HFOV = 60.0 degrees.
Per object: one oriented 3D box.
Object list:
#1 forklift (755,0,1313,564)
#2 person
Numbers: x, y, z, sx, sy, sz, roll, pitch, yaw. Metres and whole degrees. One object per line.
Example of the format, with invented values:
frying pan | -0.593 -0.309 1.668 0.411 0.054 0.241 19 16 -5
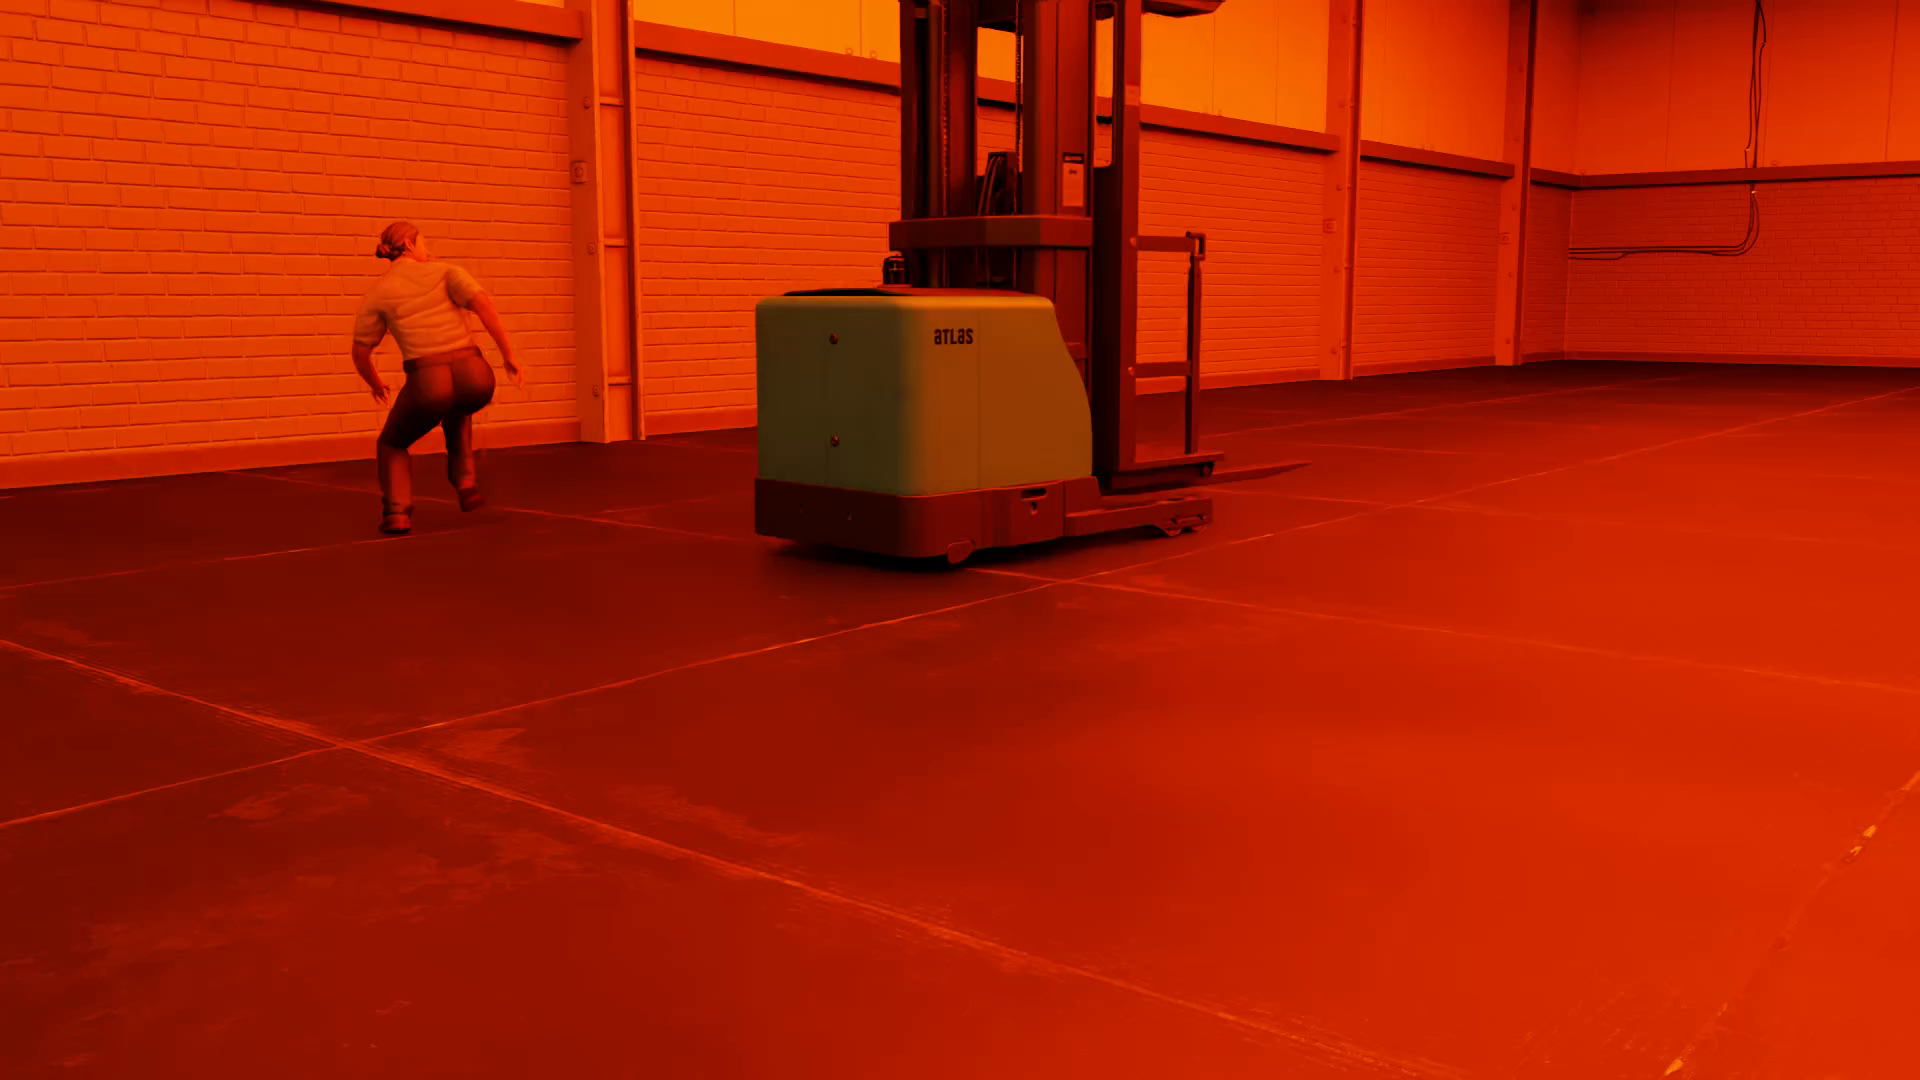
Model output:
forklift | 0.525 -1.513 7.618 3.031 2.935 1.130 -8 12 -44
person | -2.470 -0.762 7.813 0.715 1.438 0.668 -4 9 -27
